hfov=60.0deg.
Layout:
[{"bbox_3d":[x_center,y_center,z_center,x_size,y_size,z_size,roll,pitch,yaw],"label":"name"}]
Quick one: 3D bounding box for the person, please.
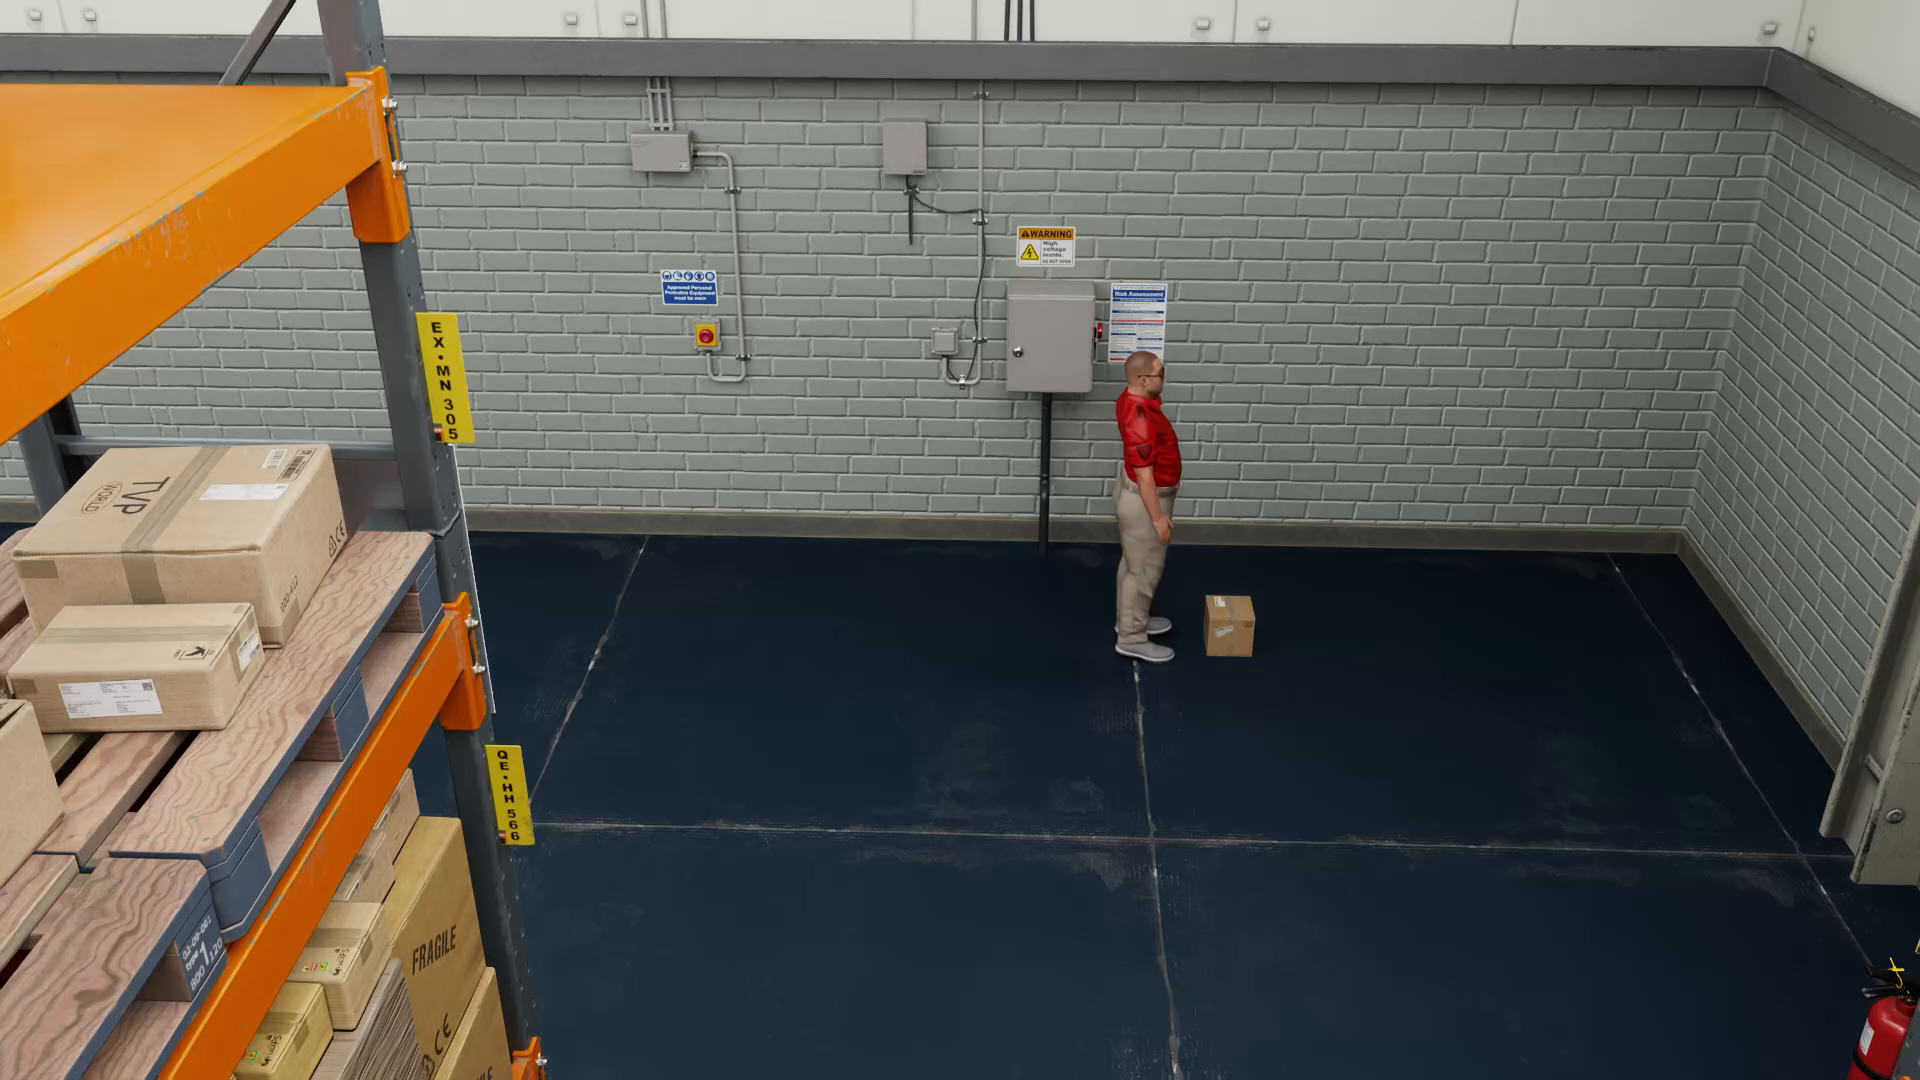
[{"bbox_3d":[1.020,-0.197,8.980,0.379,1.741,0.544,-1,28,-2],"label":"person"}]
